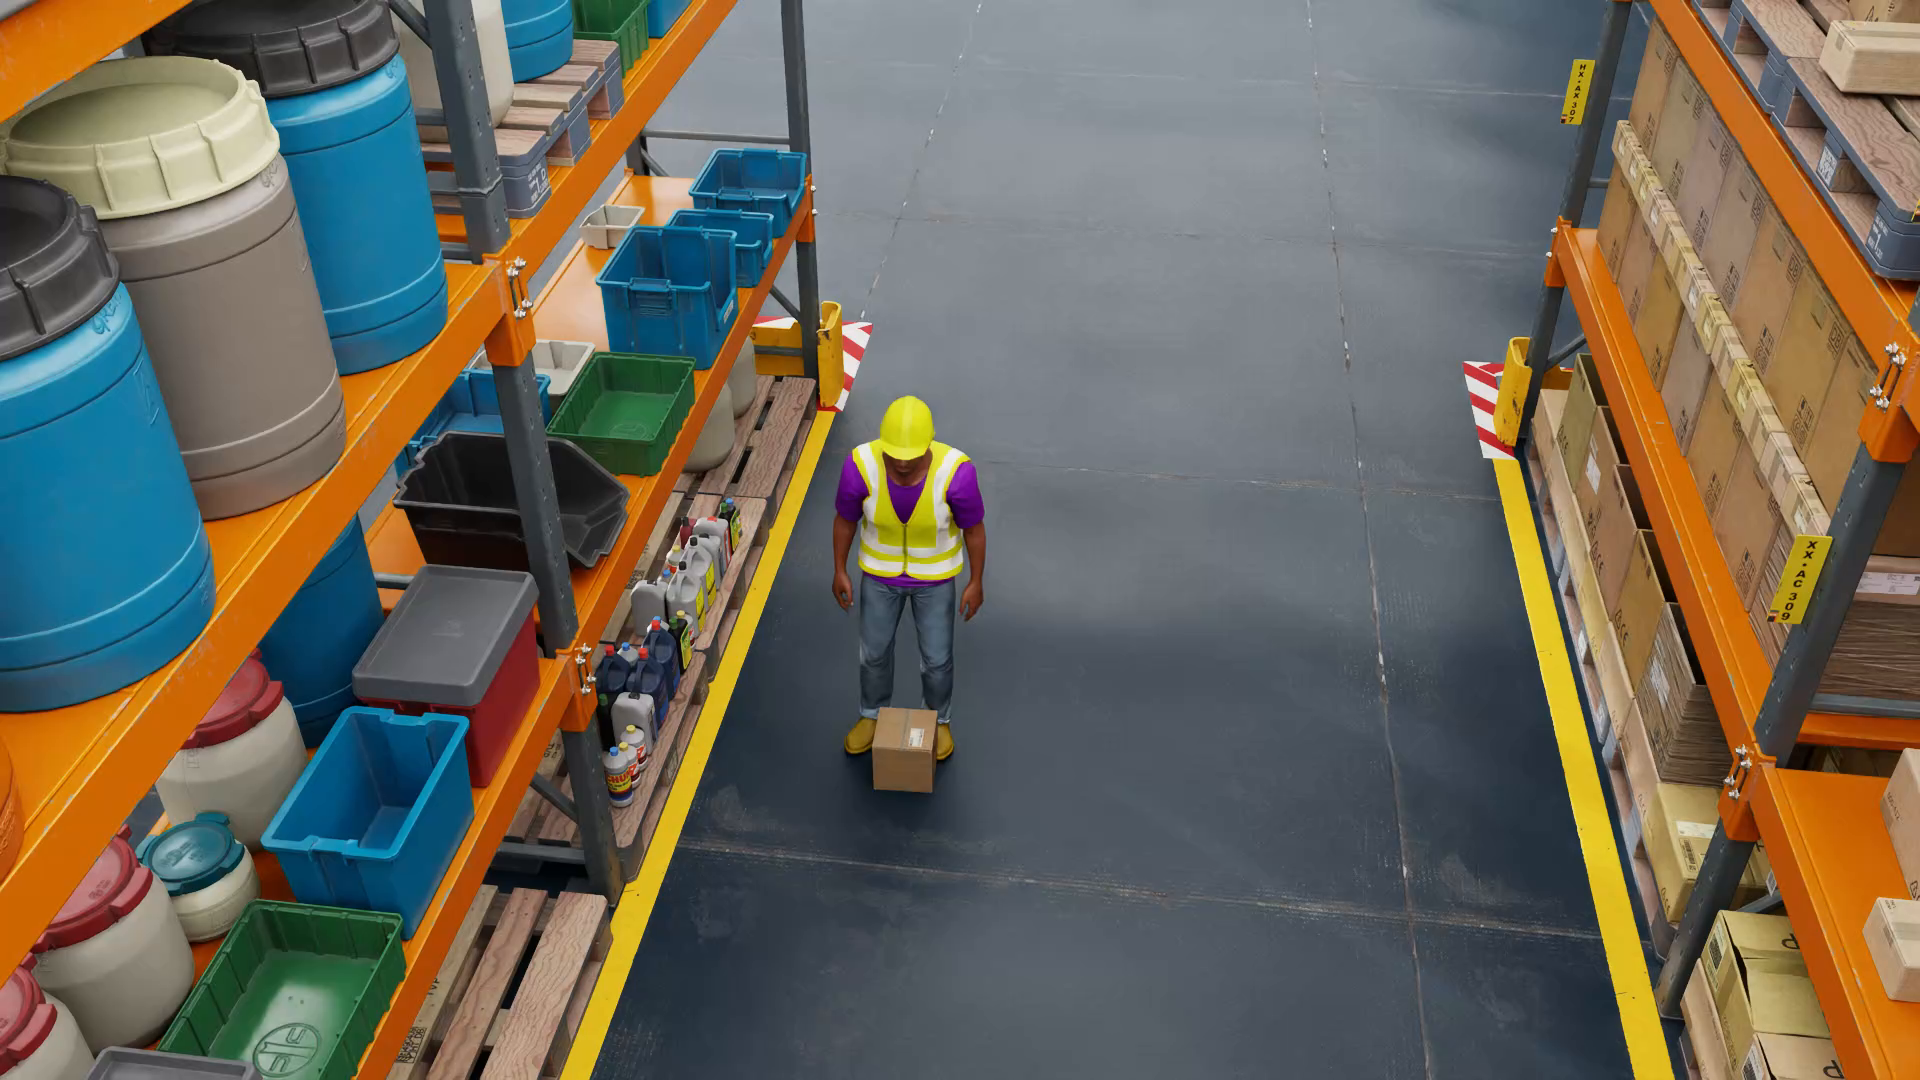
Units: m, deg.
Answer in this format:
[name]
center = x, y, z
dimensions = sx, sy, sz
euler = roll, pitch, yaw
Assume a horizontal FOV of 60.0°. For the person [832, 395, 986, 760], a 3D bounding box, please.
[person]
center = -0.213, 0.154, 6.813
dimensions = 0.631, 1.760, 0.463
euler = 4, 36, 6
